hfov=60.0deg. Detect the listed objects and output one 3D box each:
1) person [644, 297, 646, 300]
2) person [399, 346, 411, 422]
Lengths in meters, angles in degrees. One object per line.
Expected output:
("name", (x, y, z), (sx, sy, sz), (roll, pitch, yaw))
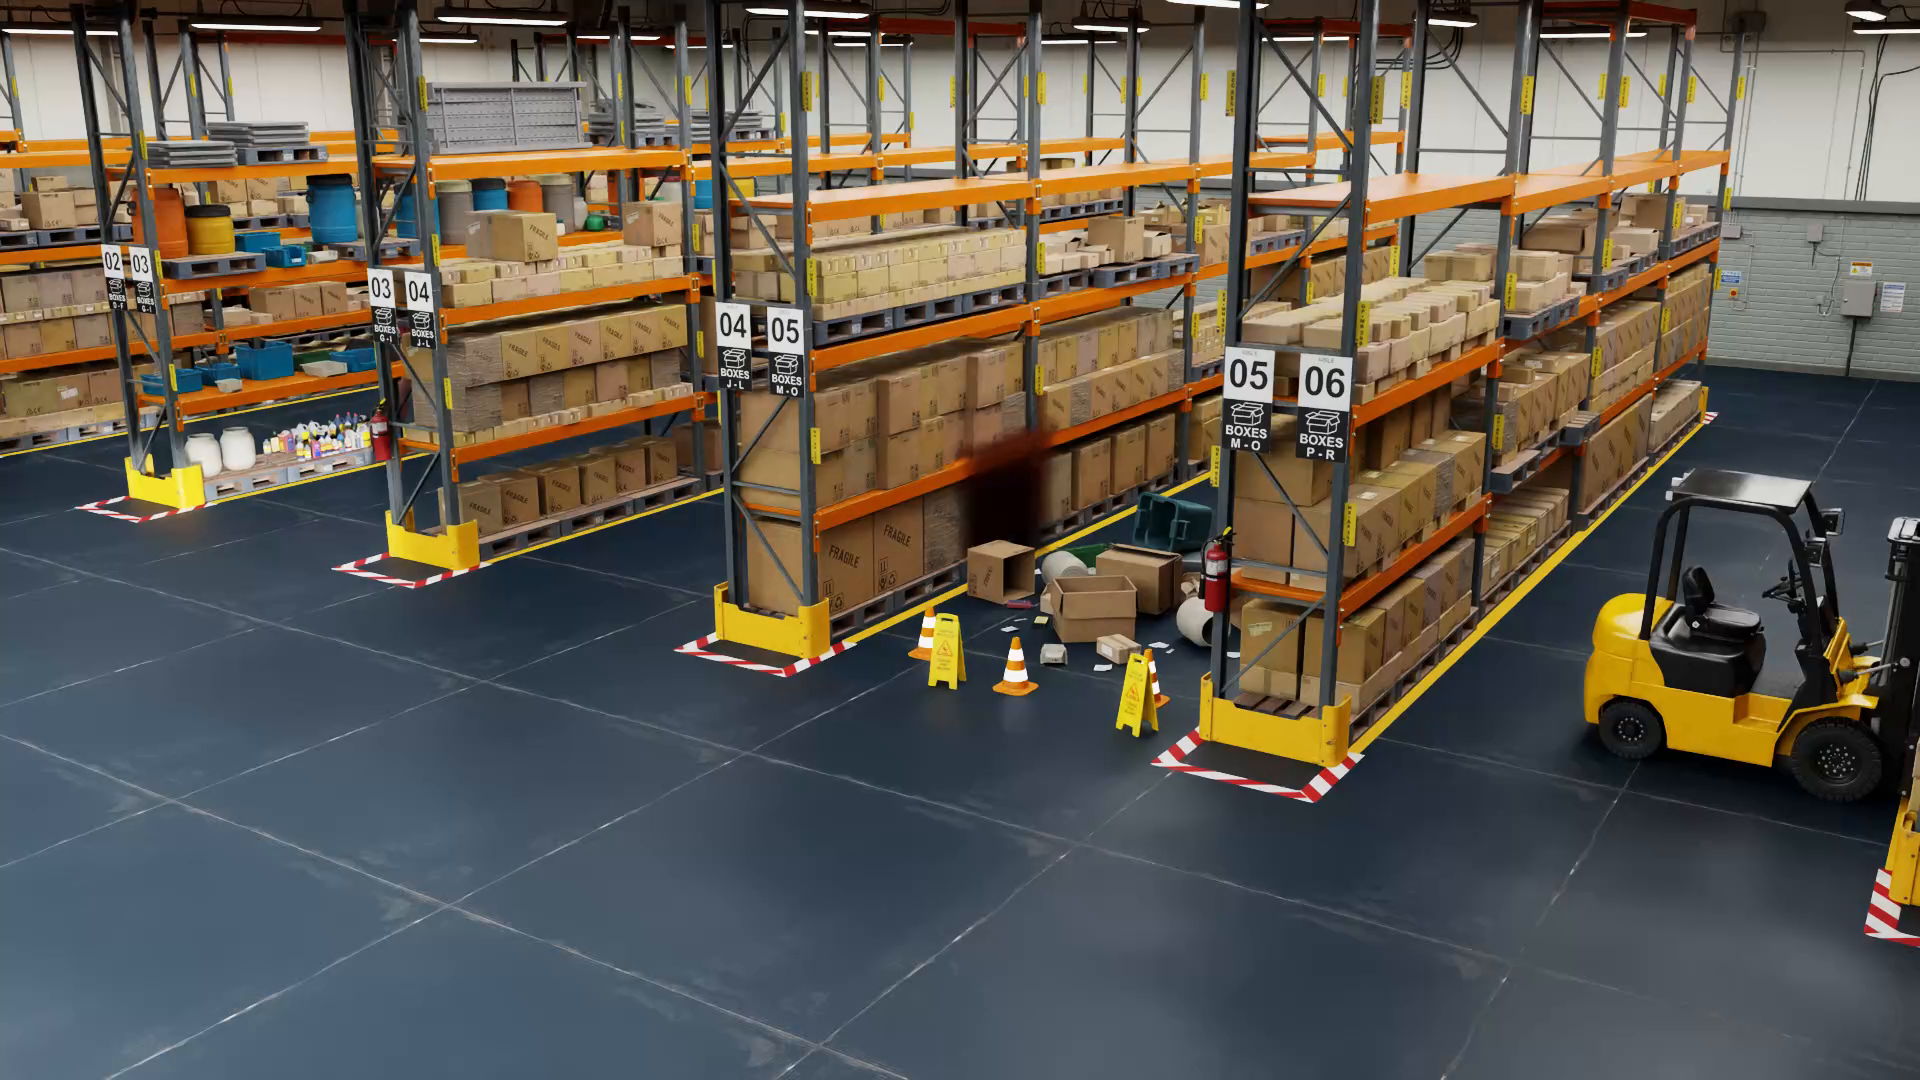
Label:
("person", (-6.129, -4.379, 31.989), (0.394, 1.549, 0.899), (10, 18, 31))
("person", (-8.340, -2.558, 25.302), (0.908, 1.630, 0.504), (1, 16, 5))
